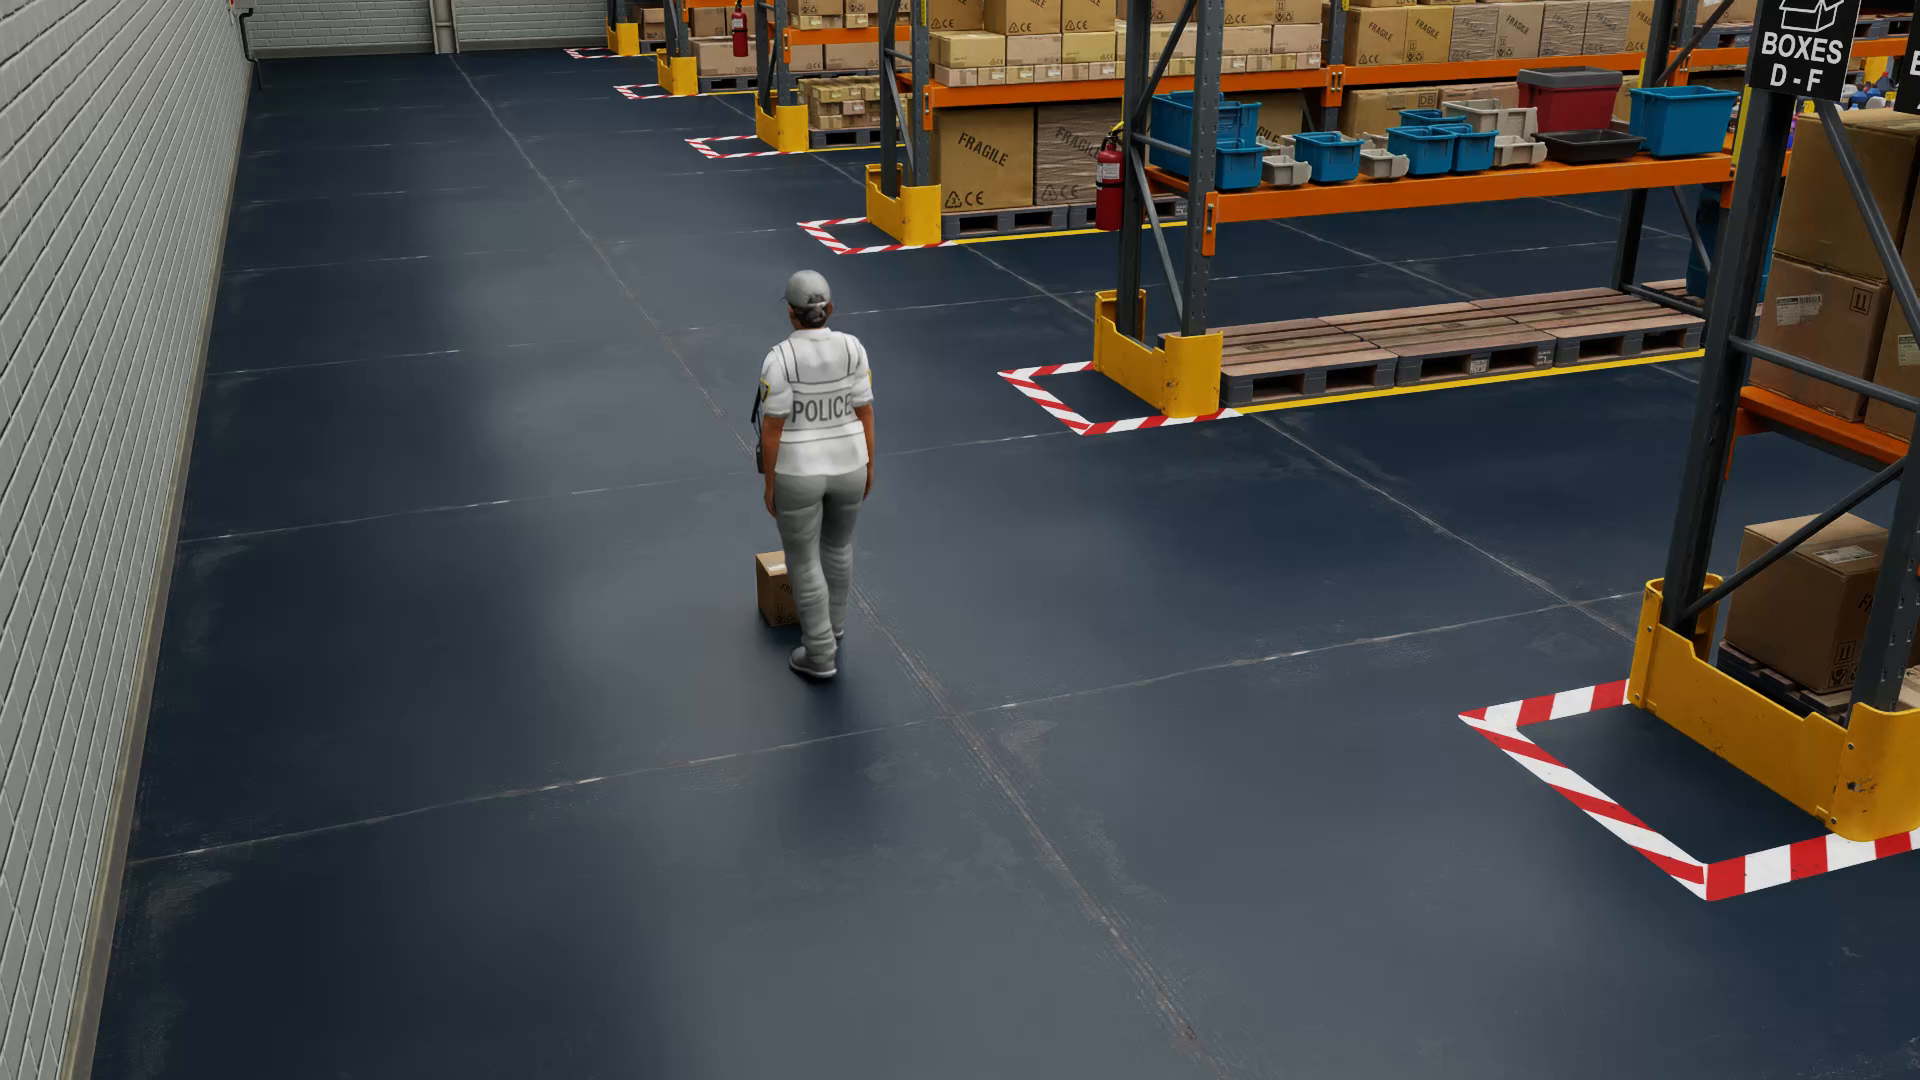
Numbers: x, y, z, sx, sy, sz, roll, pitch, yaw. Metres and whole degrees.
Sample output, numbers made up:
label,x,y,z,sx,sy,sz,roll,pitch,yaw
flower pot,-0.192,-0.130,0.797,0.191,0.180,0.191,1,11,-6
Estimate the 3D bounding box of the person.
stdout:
label,x,y,z,sx,sy,sz,roll,pitch,yaw
person,-0.615,-0.298,6.795,0.487,1.661,0.654,-11,25,-25
